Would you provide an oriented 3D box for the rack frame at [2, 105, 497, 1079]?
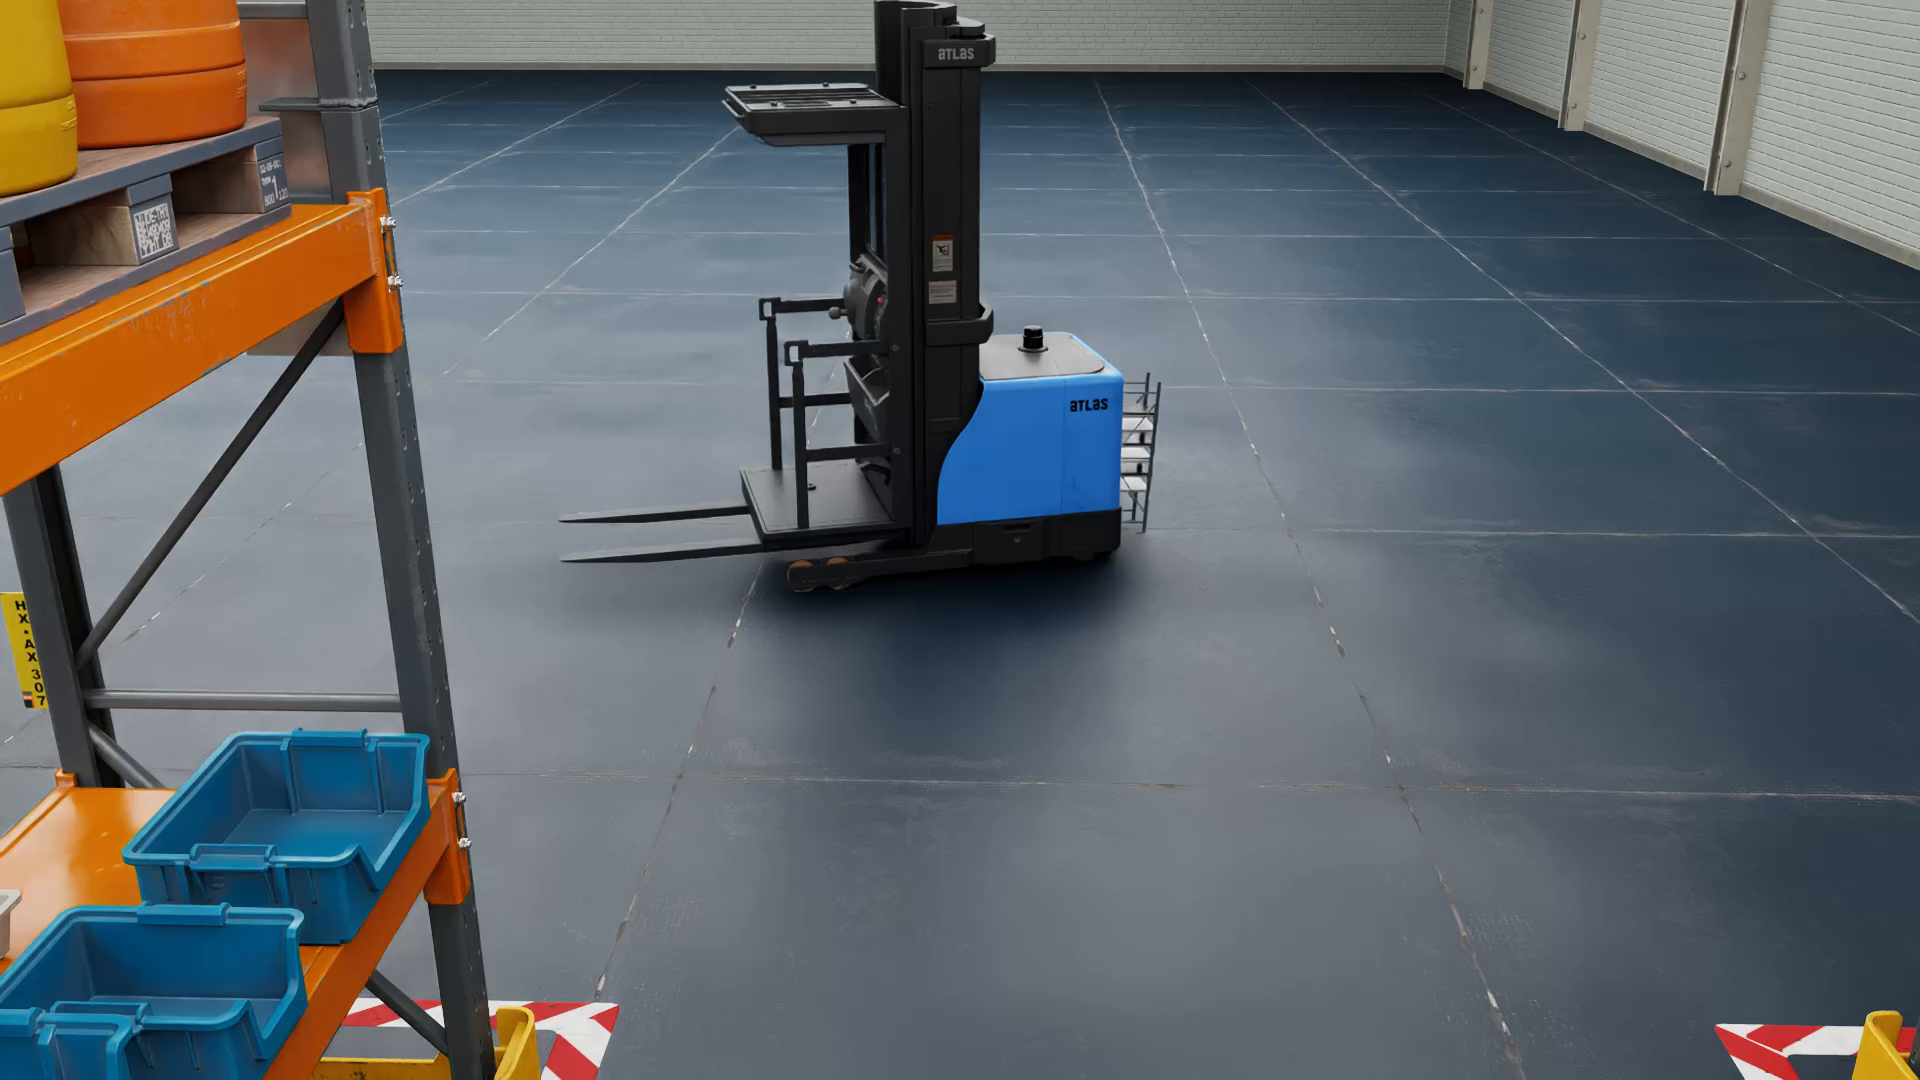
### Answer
[{"bbox_3d":[-1.829,0.422,4.294,1.000,3.000,0.127,1,21,2],"label":"rack frame"}]

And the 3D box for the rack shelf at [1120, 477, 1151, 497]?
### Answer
[{"bbox_3d":[0.950,-0.299,9.622,0.258,0.077,0.200,-1,21,-12],"label":"rack shelf"}]

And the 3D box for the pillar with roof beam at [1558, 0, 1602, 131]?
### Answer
[{"bbox_3d":[5.343,-10.728,24.738,9.100,9.000,0.400,1,21,2],"label":"pillar with roof beam"}]

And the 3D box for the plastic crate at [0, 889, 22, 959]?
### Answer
[{"bbox_3d":[-2.178,0.865,3.517,0.298,0.136,0.250,1,21,2],"label":"plastic crate"}]

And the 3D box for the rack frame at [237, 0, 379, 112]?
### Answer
[{"bbox_3d":[-1.829,-2.375,3.209,1.000,3.000,0.127,1,21,2],"label":"rack frame"}]

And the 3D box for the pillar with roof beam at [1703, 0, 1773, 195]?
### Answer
[{"bbox_3d":[5.161,-8.559,19.147,9.100,9.000,0.400,1,21,2],"label":"pillar with roof beam"}]

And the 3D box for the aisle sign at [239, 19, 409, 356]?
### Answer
[{"bbox_3d":[-1.530,-0.813,3.883,0.394,0.787,0.004,1,21,2],"label":"aisle sign"}]

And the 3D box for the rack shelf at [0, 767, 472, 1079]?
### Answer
[{"bbox_3d":[-1.890,1.481,2.561,1.077,0.370,4.000,1,21,2],"label":"rack shelf"}]

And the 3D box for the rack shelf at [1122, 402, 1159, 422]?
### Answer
[{"bbox_3d":[0.978,-0.720,9.465,0.258,0.077,0.200,-1,21,-12],"label":"rack shelf"}]

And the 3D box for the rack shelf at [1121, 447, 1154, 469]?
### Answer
[{"bbox_3d":[0.961,-0.467,9.559,0.258,0.077,0.200,-1,21,-12],"label":"rack shelf"}]

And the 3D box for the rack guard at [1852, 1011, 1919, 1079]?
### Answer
[{"bbox_3d":[3.122,1.635,4.625,1.175,0.500,0.348,1,21,2],"label":"rack guard"}]

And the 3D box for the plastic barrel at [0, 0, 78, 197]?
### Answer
[{"bbox_3d":[-1.737,-0.846,2.576,0.600,0.588,0.600,0,21,0],"label":"plastic barrel"}]

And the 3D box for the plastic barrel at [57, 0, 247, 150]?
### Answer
[{"bbox_3d":[-1.717,-1.195,3.142,0.600,0.830,0.708,1,21,2],"label":"plastic barrel"}]

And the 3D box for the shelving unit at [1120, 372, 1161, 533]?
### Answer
[{"bbox_3d":[0.963,-0.499,9.548,0.258,0.900,0.210,-1,21,-12],"label":"shelving unit"}]

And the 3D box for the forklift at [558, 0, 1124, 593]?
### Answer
[{"bbox_3d":[-0.682,-1.297,8.819,3.031,2.935,1.130,-5,22,-13],"label":"forklift"}]

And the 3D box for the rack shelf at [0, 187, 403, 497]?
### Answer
[{"bbox_3d":[-1.890,0.082,2.018,1.077,0.370,4.000,1,21,2],"label":"rack shelf"}]

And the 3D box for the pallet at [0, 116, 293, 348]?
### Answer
[{"bbox_3d":[-1.952,-0.590,3.018,1.003,0.211,1.213,1,21,2],"label":"pallet"}]

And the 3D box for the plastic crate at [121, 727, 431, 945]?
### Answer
[{"bbox_3d":[-1.545,0.676,3.846,0.499,0.251,0.616,1,21,2],"label":"plastic crate"}]

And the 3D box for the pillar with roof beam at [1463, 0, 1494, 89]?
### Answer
[{"bbox_3d":[5.526,-12.897,30.329,9.100,9.000,0.400,1,21,2],"label":"pillar with roof beam"}]

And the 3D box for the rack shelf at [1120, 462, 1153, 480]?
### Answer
[{"bbox_3d":[0.956,-0.383,9.591,0.258,0.077,0.200,-1,21,-12],"label":"rack shelf"}]

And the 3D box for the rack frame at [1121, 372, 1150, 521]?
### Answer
[{"bbox_3d":[0.943,-0.535,9.640,0.240,0.900,0.006,-1,21,-12],"label":"rack frame"}]

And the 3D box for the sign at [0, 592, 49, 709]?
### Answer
[{"bbox_3d":[-2.379,0.285,4.264,0.100,0.325,0.005,1,21,2],"label":"sign"}]

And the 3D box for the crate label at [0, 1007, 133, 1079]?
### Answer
[{"bbox_3d":[-1.615,1.074,2.565,0.502,0.435,0.616,1,21,2],"label":"crate label"}]

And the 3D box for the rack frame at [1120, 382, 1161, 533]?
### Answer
[{"bbox_3d":[0.984,-0.462,9.455,0.240,0.900,0.006,-1,21,-12],"label":"rack frame"}]

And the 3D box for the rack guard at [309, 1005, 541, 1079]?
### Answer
[{"bbox_3d":[-1.785,1.615,4.674,1.175,0.500,0.348,1,21,2],"label":"rack guard"}]

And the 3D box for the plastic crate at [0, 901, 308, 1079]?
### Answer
[{"bbox_3d":[-1.571,0.910,3.241,0.499,0.251,0.408,1,21,2],"label":"plastic crate"}]

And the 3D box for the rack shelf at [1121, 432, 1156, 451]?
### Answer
[{"bbox_3d":[0.967,-0.552,9.528,0.258,0.077,0.200,-1,21,-12],"label":"rack shelf"}]

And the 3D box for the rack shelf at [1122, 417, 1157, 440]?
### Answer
[{"bbox_3d":[0.972,-0.636,9.496,0.258,0.077,0.200,-1,21,-12],"label":"rack shelf"}]
